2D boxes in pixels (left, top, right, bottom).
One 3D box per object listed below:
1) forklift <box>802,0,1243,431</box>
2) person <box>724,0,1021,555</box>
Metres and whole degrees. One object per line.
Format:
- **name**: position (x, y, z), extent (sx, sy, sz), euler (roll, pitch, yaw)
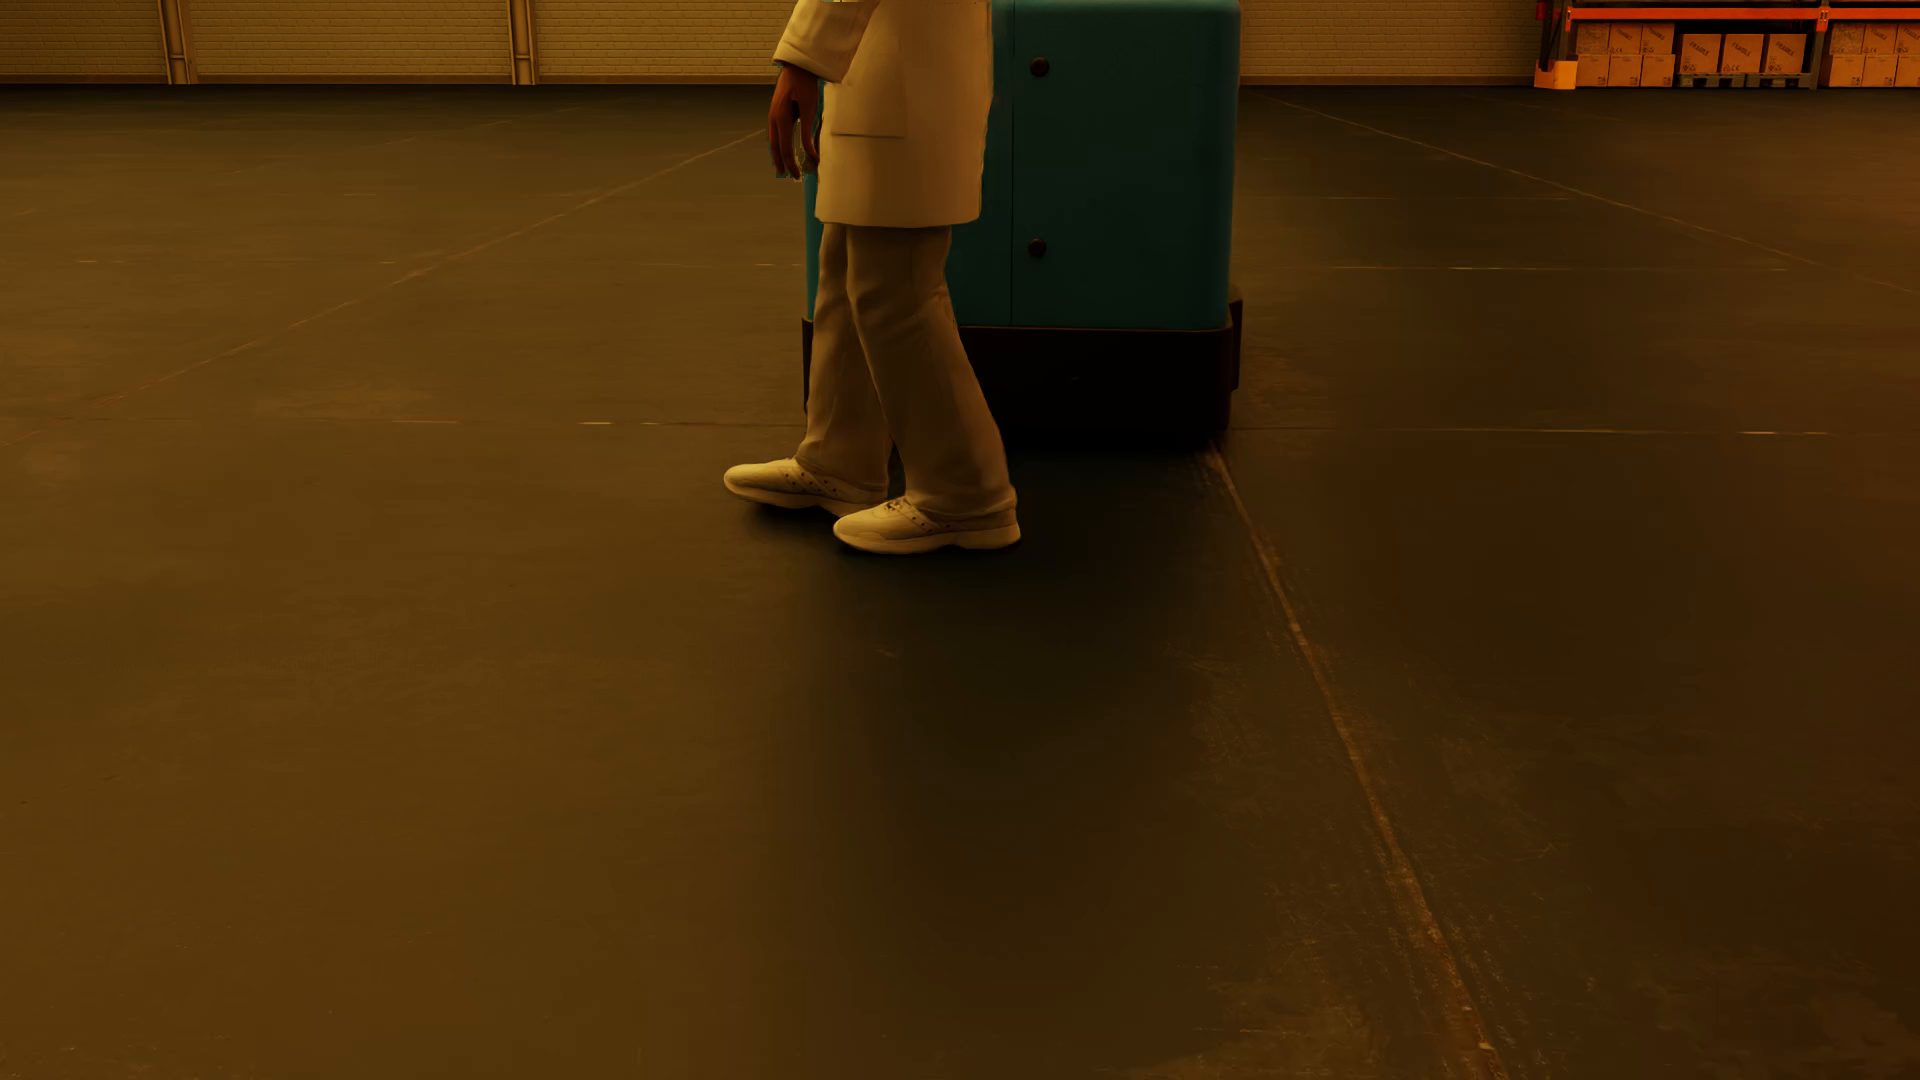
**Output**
- **forklift**: position (0.299, -2.052, 5.037), extent (1.130, 2.935, 3.031), euler (2, 17, 6)
- **person**: position (-0.205, -0.838, 3.108), extent (0.657, 1.764, 0.752), euler (2, 17, 6)
